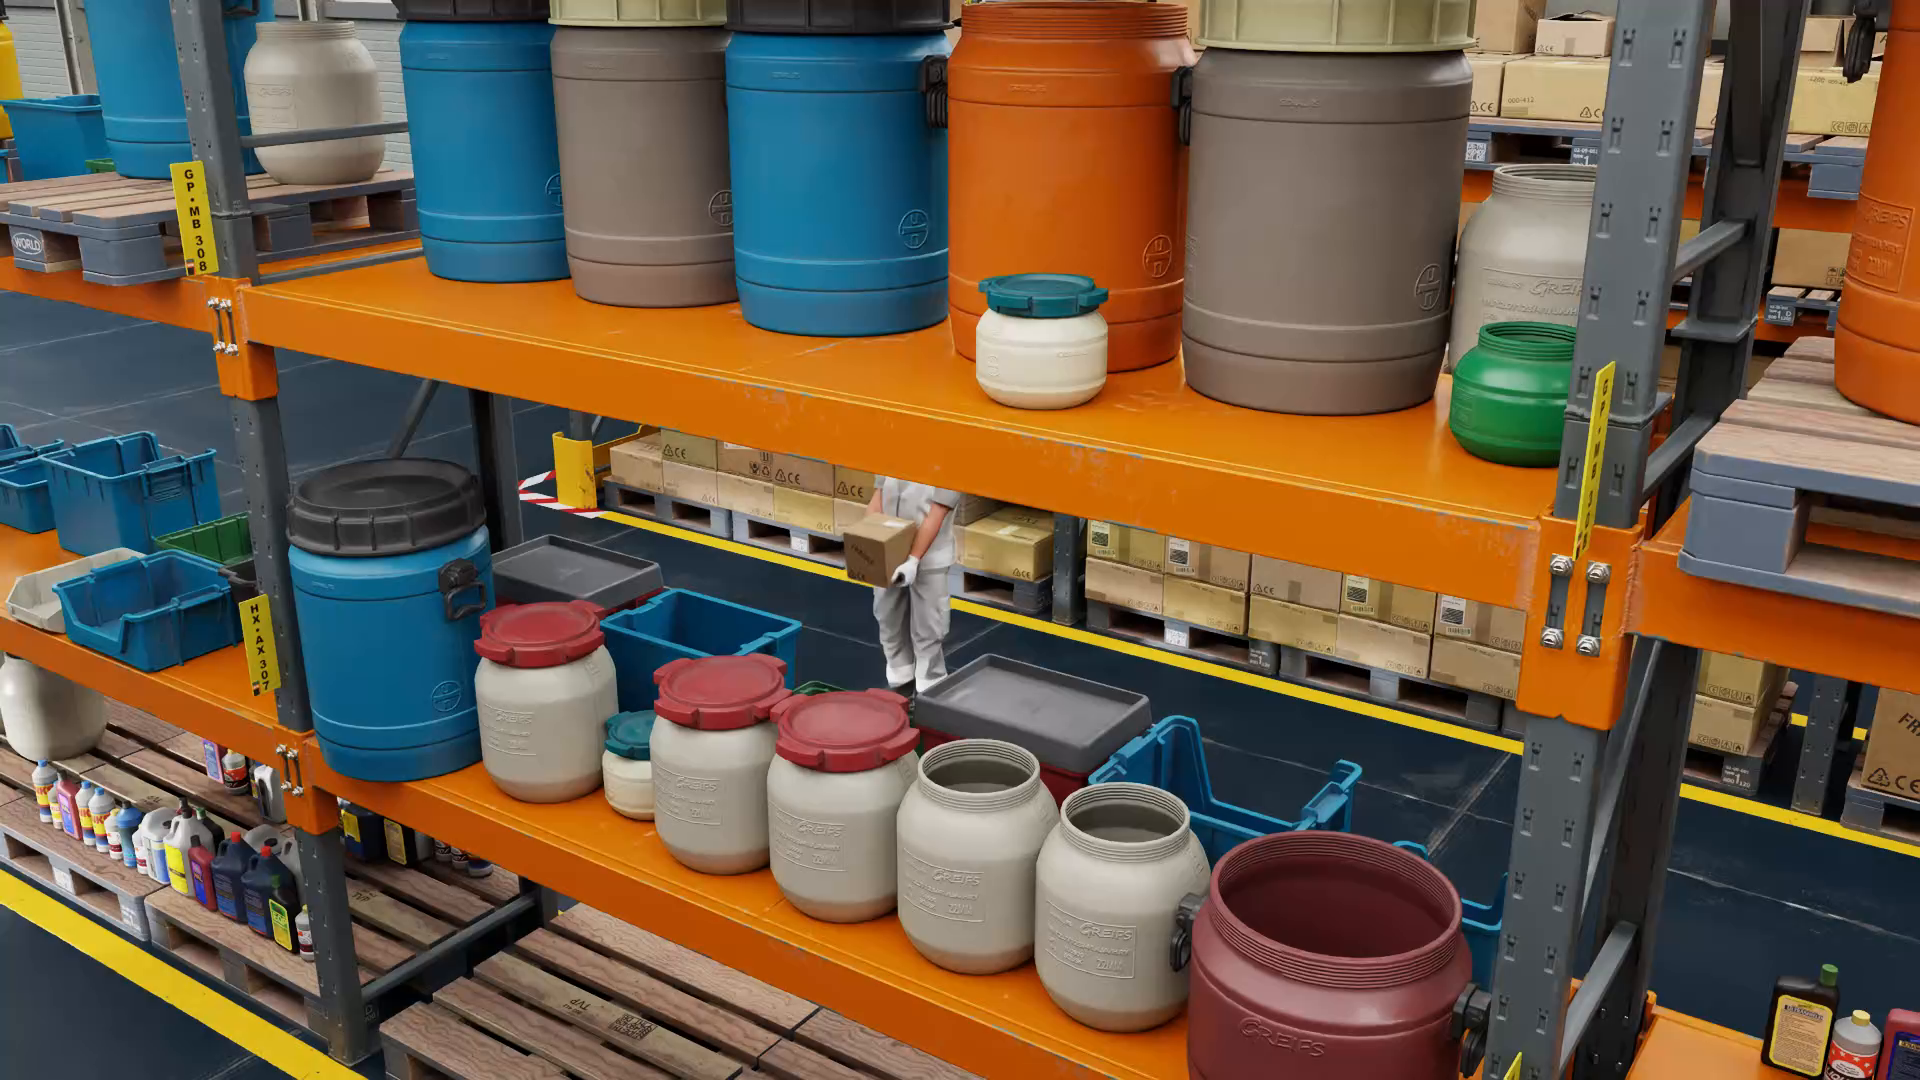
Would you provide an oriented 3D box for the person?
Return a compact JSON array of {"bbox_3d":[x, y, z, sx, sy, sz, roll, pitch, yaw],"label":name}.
[{"bbox_3d":[-0.258,0.159,8.097,0.494,1.782,0.560,13,24,33],"label":"person"}]
